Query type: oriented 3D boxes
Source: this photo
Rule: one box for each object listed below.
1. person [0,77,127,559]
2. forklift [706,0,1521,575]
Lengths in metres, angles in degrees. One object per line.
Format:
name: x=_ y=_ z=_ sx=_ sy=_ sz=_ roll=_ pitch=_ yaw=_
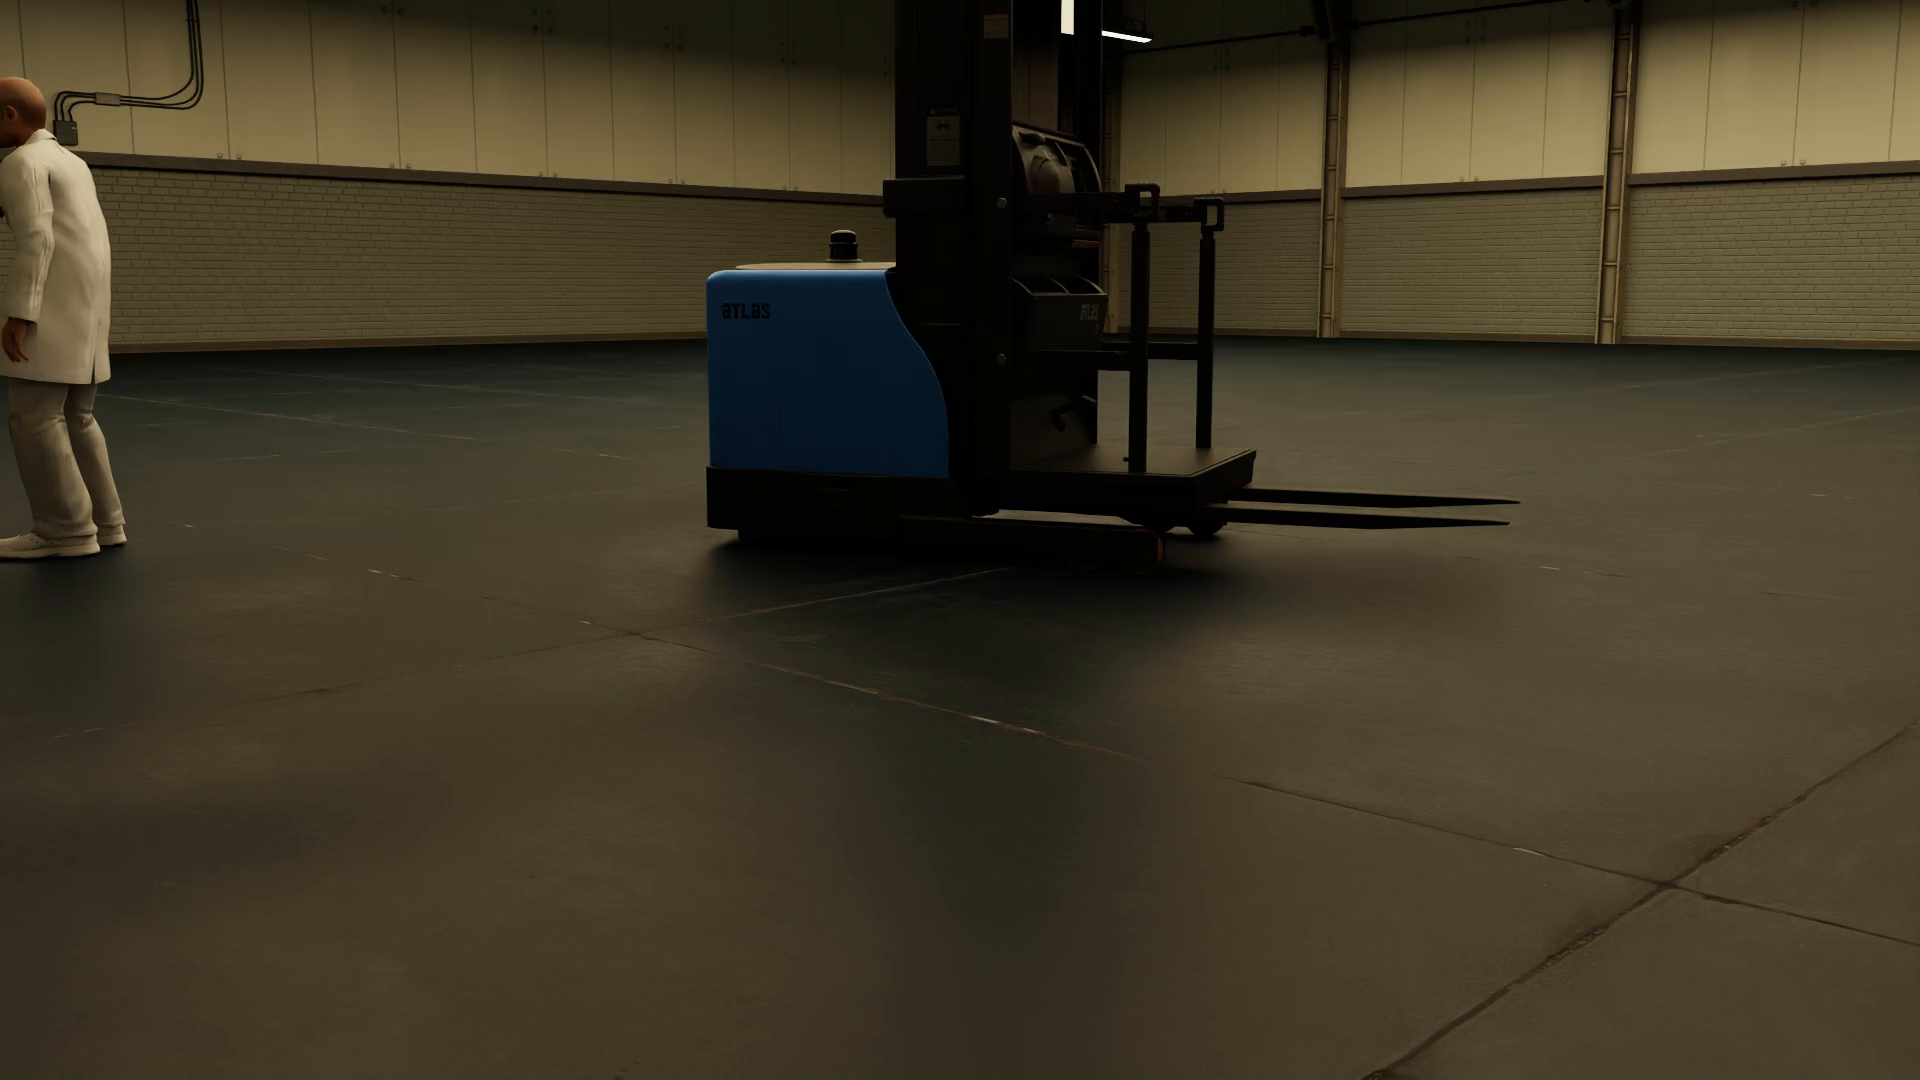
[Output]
person: x=-3.440 y=-0.829 z=6.272 sx=0.436 sy=1.772 sz=0.645 roll=-1 pitch=9 yaw=-7
forklift: x=0.565 y=-1.416 z=6.275 sx=3.031 sy=2.935 sz=1.130 roll=3 pitch=9 yaw=22
